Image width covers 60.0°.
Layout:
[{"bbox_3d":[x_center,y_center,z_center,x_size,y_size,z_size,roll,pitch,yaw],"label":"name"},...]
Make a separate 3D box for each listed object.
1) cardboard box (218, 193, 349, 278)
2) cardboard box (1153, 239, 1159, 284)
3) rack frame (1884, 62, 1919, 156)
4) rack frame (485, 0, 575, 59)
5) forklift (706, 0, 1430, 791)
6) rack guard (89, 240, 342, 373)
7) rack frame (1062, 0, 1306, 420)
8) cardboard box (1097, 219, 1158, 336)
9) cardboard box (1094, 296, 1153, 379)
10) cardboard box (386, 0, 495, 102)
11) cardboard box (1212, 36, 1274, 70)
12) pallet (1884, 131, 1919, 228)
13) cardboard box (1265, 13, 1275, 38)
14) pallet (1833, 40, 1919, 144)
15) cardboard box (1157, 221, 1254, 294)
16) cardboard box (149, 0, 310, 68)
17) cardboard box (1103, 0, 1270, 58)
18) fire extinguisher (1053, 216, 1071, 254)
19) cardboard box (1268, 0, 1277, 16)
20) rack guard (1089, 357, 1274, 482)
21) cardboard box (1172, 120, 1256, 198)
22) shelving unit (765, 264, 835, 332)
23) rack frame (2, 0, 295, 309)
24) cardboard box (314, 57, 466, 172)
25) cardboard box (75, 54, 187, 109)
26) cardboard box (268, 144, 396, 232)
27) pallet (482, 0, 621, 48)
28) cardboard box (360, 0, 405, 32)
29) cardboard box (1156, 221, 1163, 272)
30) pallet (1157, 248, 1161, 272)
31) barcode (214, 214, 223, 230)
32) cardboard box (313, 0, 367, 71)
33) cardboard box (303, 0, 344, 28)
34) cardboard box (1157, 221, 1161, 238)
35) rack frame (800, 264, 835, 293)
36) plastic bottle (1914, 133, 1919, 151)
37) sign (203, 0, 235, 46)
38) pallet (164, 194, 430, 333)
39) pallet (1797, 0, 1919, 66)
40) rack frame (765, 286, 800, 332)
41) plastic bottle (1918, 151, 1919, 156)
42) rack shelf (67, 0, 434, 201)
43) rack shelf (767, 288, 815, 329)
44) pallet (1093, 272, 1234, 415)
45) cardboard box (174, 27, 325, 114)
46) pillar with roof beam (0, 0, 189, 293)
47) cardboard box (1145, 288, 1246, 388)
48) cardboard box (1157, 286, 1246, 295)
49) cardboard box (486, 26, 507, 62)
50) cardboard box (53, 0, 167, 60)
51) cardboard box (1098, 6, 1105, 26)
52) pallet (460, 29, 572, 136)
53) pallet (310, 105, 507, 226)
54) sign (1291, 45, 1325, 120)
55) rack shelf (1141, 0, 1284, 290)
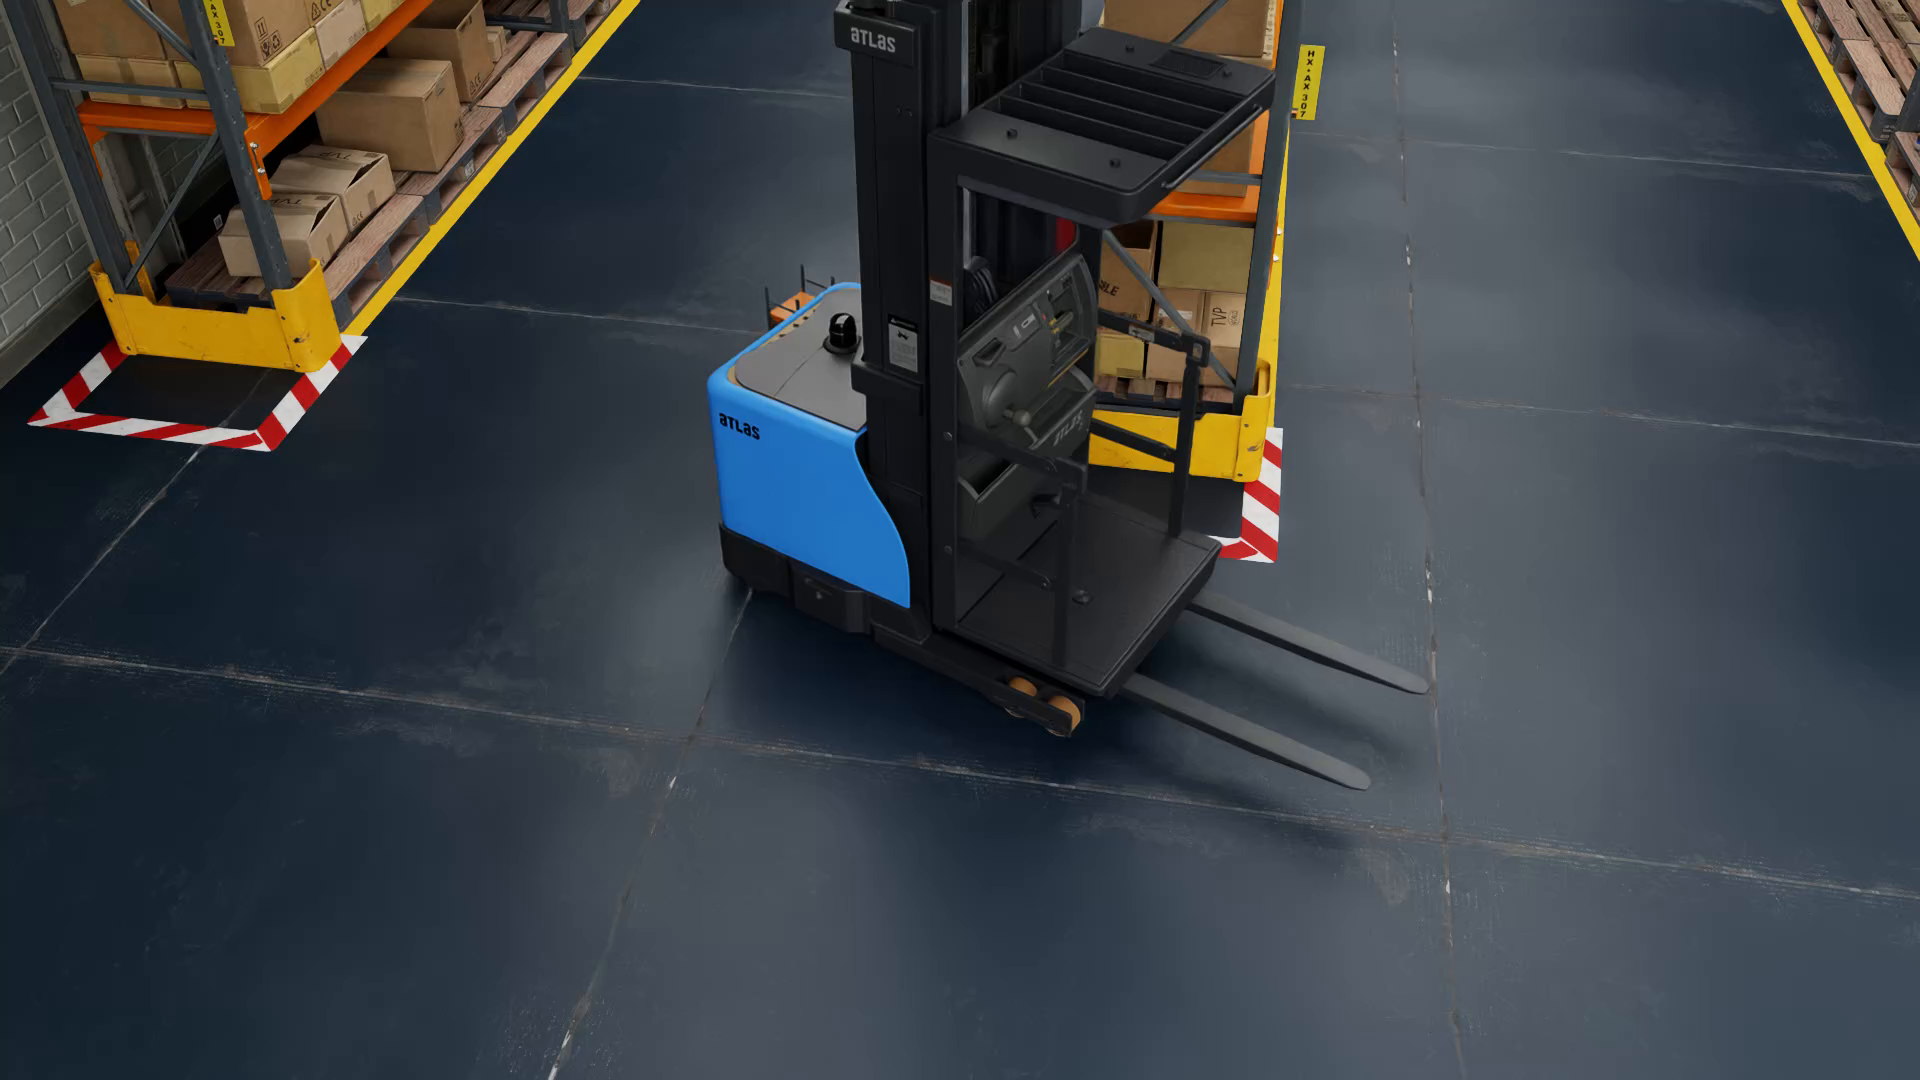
[{"bbox_3d":[-3.759,-1.719,9.240,0.500,0.311,0.500,2,40,3],"label":"cardboard box"},{"bbox_3d":[0.789,-1.404,8.922,0.500,0.250,0.500,6,40,8],"label":"cardboard box"},{"bbox_3d":[6.482,-3.579,9.725,1.000,3.000,0.127,6,40,8],"label":"rack frame"},{"bbox_3d":[-3.275,-4.672,11.046,1.000,3.000,0.127,6,40,8],"label":"rack frame"},{"bbox_3d":[0.444,-0.718,6.319,3.031,2.935,1.130,22,45,25],"label":"forklift"},{"bbox_3d":[-3.954,-1.246,8.864,1.175,0.500,0.348,6,40,8],"label":"rack guard"},{"bbox_3d":[0.912,-1.617,7.352,1.000,3.000,0.127,6,40,8],"label":"rack frame"},{"bbox_3d":[0.712,-1.378,8.302,0.500,0.500,0.500,6,40,8],"label":"cardboard box"},{"bbox_3d":[0.714,-1.089,8.541,0.500,0.250,0.500,6,40,8],"label":"cardboard box"},{"bbox_3d":[-3.416,-3.222,10.910,0.500,0.500,0.500,4,40,4],"label":"cardboard box"},{"bbox_3d":[1.192,-2.128,7.383,0.380,0.149,0.250,6,40,7],"label":"cardboard box"},{"bbox_3d":[6.325,-2.088,10.109,1.003,0.211,1.213,6,40,8],"label":"pallet"},{"bbox_3d":[1.235,-2.294,7.584,0.380,0.149,0.250,5,40,7],"label":"cardboard box"},{"bbox_3d":[6.580,-3.002,11.215,1.003,0.211,1.213,6,40,8],"label":"pallet"},{"bbox_3d":[1.309,-1.635,8.613,0.500,0.500,0.500,6,40,8],"label":"cardboard box"},{"bbox_3d":[-3.589,-2.667,8.135,0.500,0.500,0.500,6,40,8],"label":"cardboard box"},{"bbox_3d":[1.015,-2.481,7.300,0.700,0.500,0.500,7,40,8],"label":"cardboard box"},{"bbox_3d":[0.434,-1.565,7.349,0.296,0.674,0.183,6,40,8],"label":"fire extinguisher"},{"bbox_3d":[1.280,-2.451,7.773,0.380,0.149,0.250,7,40,8],"label":"cardboard box"},{"bbox_3d":[0.908,-0.639,8.131,1.175,0.500,0.348,6,40,8],"label":"rack guard"},{"bbox_3d":[1.005,-1.948,7.673,0.700,0.500,0.500,6,40,8],"label":"cardboard box"},{"bbox_3d":[-0.723,-0.759,7.844,0.215,1.050,0.252,25,46,27],"label":"shelving unit"},{"bbox_3d":[-3.968,-2.161,8.010,1.000,3.000,0.127,6,40,8],"label":"rack frame"},{"bbox_3d":[-3.484,-2.604,10.163,0.700,0.500,0.500,4,40,5],"label":"cardboard box"},{"bbox_3d":[-4.078,-2.426,8.432,0.500,0.250,0.500,7,40,8],"label":"cardboard box"},{"bbox_3d":[-3.661,-2.077,9.673,0.500,0.311,0.500,10,41,11],"label":"cardboard box"},{"bbox_3d":[-3.142,-4.086,12.526,1.003,0.211,1.213,6,40,8],"label":"pallet"},{"bbox_3d":[-3.401,-3.029,9.162,0.500,0.250,0.500,6,40,7],"label":"cardboard box"},{"bbox_3d":[0.873,-1.718,9.302,0.500,0.250,0.500,6,40,8],"label":"cardboard box"},{"bbox_3d":[1.217,-1.791,9.750,1.003,0.211,1.213,6,40,8],"label":"pallet"},{"bbox_3d":[-4.150,-1.778,9.304,0.001,0.075,0.075,6,40,8],"label":"barcode"},{"bbox_3d":[-3.495,-2.710,8.776,0.500,0.250,0.500,5,40,6],"label":"cardboard box"},{"bbox_3d":[-3.494,-2.976,8.509,0.500,0.500,0.500,7,40,8],"label":"cardboard box"},{"bbox_3d":[0.870,-2.007,9.063,0.500,0.500,0.500,6,40,8],"label":"cardboard box"},{"bbox_3d":[-0.650,-0.822,7.920,0.200,1.050,0.008,25,46,27],"label":"rack frame"},{"bbox_3d":[5.995,-2.546,10.271,0.097,0.271,0.097,0,40,0],"label":"plastic bottle"},{"bbox_3d":[-3.433,-2.435,7.662,0.100,0.325,0.005,6,40,8],"label":"sign"},{"bbox_3d":[-3.779,-1.640,9.568,1.003,0.211,1.213,6,40,8],"label":"pallet"},{"bbox_3d":[6.789,-3.770,12.144,1.003,0.211,1.213,6,40,8],"label":"pallet"},{"bbox_3d":[-0.795,-0.697,7.768,0.200,1.050,0.008,25,46,27],"label":"rack frame"},{"bbox_3d":[5.978,-2.455,10.216,0.097,0.201,0.097,0,40,0],"label":"plastic bottle"},{"bbox_3d":[-3.621,-3.139,9.757,1.077,0.370,4.000,6,40,8],"label":"rack shelf"},{"bbox_3d":[-0.724,-0.970,7.670,0.215,0.259,0.240,25,46,27],"label":"rack shelf"},{"bbox_3d":[1.003,-1.027,8.827,1.003,0.211,1.213,6,40,8],"label":"pallet"},{"bbox_3d":[-3.570,-2.382,8.380,0.500,0.250,0.500,5,40,6],"label":"cardboard box"},{"bbox_3d":[-0.458,-4.533,6.171,9.100,9.000,0.400,6,40,8],"label":"pillar with roof beam"},{"bbox_3d":[1.224,-1.032,8.472,0.500,0.250,0.500,6,40,8],"label":"cardboard box"},{"bbox_3d":[1.307,-1.346,8.852,0.500,0.250,0.500,6,40,8],"label":"cardboard box"},{"bbox_3d":[-3.338,-3.410,11.399,0.380,0.166,0.250,2,40,2],"label":"cardboard box"},{"bbox_3d":[-4.095,-2.720,8.199,0.500,0.500,0.500,6,40,7],"label":"cardboard box"},{"bbox_3d":[0.834,-2.331,7.628,0.380,0.149,0.250,7,40,9],"label":"cardboard box"},{"bbox_3d":[-3.357,-3.172,11.420,1.003,0.211,1.213,6,40,8],"label":"pallet"},{"bbox_3d":[-3.566,-2.404,10.492,1.003,0.211,1.213,6,40,8],"label":"pallet"},{"bbox_3d":[1.458,-1.917,6.973,0.100,0.325,0.005,6,40,8],"label":"sign"},{"bbox_3d":[1.258,-2.595,9.100,1.077,0.370,4.000,6,40,8],"label":"rack shelf"}]
